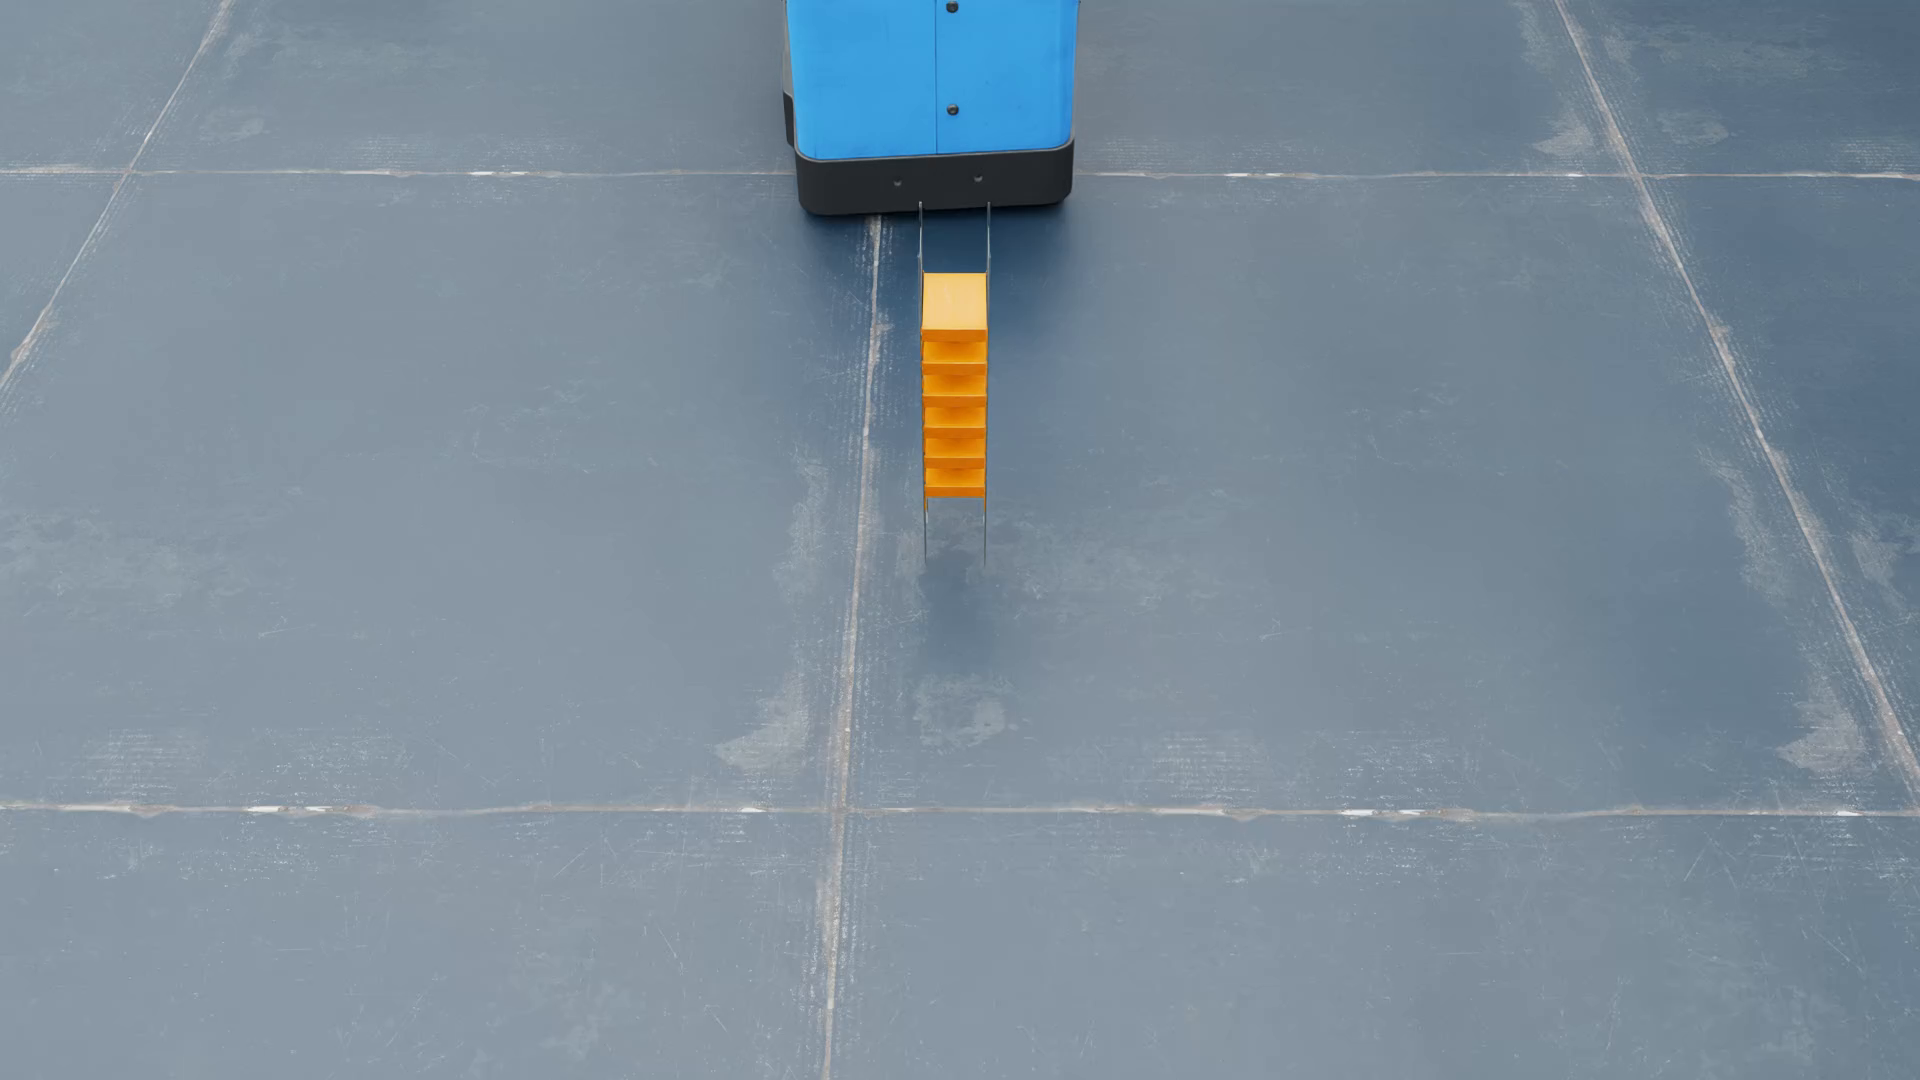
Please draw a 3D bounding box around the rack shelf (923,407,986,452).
[{"bbox_3d":[-0.014,-0.379,4.843,0.180,0.103,0.258,0,47,0],"label":"rack shelf"}]

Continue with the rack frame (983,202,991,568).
[{"bbox_3d":[0.077,-0.409,4.811,0.006,1.200,0.240,0,47,0],"label":"rack frame"}]

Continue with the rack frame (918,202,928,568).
[{"bbox_3d":[-0.106,-0.409,4.811,0.006,1.200,0.240,0,47,0],"label":"rack frame"}]

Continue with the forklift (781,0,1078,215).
[{"bbox_3d":[-0.215,-3.309,6.328,1.130,2.935,3.031,-4,47,-3],"label":"forklift"}]

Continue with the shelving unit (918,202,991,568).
[{"bbox_3d":[-0.014,-0.409,4.811,0.189,1.200,0.258,0,47,0],"label":"shelving unit"}]

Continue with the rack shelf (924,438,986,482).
[{"bbox_3d":[-0.014,-0.297,4.931,0.180,0.103,0.258,0,47,0],"label":"rack shelf"}]

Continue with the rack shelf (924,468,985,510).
[{"bbox_3d":[-0.014,-0.215,5.019,0.180,0.103,0.258,0,47,0],"label":"rack shelf"}]

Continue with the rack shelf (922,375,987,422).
[{"bbox_3d":[-0.014,-0.460,4.756,0.180,0.103,0.258,0,47,0],"label":"rack shelf"}]

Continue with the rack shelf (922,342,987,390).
[{"bbox_3d":[-0.014,-0.542,4.668,0.180,0.103,0.258,0,47,0],"label":"rack shelf"}]

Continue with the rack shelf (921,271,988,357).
[{"bbox_3d":[-0.014,-0.624,4.580,0.180,0.103,0.258,0,47,0],"label":"rack shelf"}]
